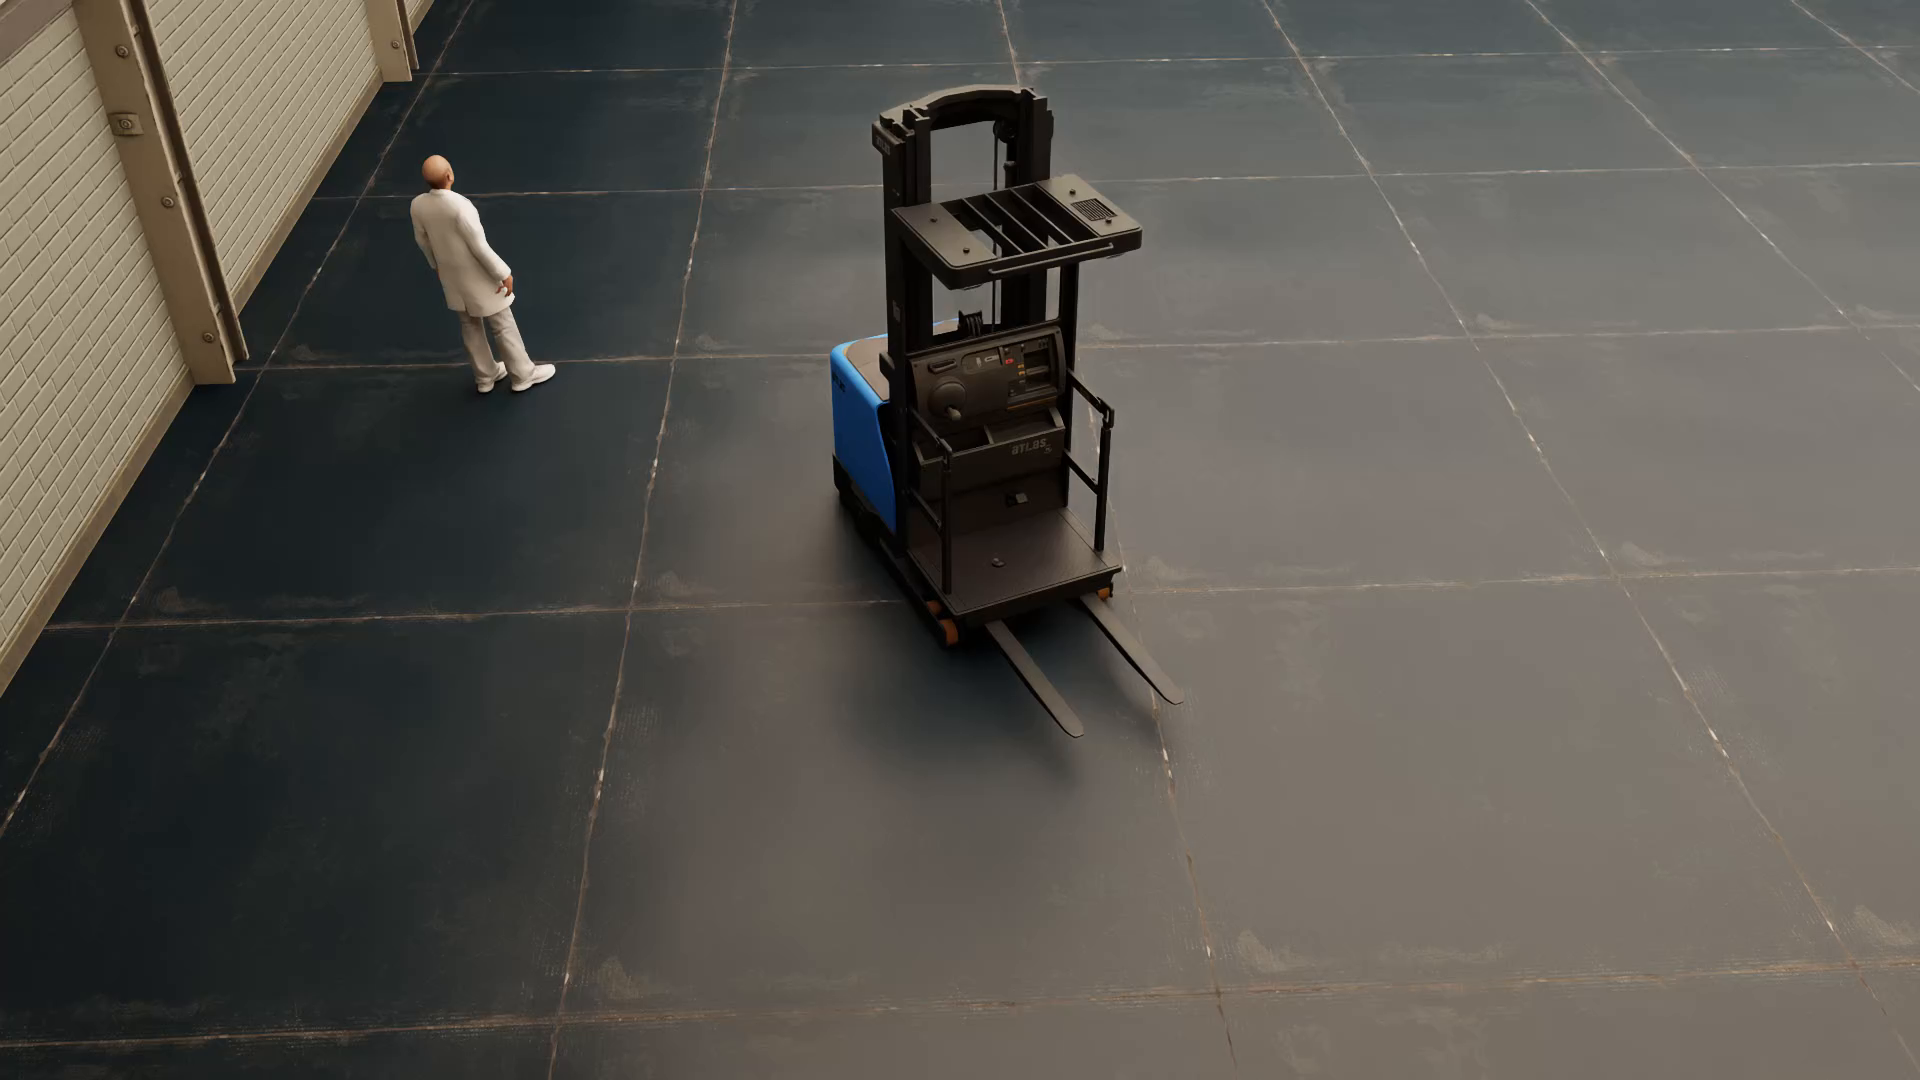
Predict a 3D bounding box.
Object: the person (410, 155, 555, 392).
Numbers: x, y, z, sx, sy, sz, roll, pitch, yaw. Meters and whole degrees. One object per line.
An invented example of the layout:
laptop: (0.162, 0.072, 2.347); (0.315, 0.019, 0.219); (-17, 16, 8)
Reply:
person: (-3.349, -1.872, 11.548); (0.694, 1.776, 0.583); (16, 39, 21)

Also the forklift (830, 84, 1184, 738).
forklift: (0.258, -0.860, 9.192); (1.130, 2.935, 3.031); (-15, 39, -20)
